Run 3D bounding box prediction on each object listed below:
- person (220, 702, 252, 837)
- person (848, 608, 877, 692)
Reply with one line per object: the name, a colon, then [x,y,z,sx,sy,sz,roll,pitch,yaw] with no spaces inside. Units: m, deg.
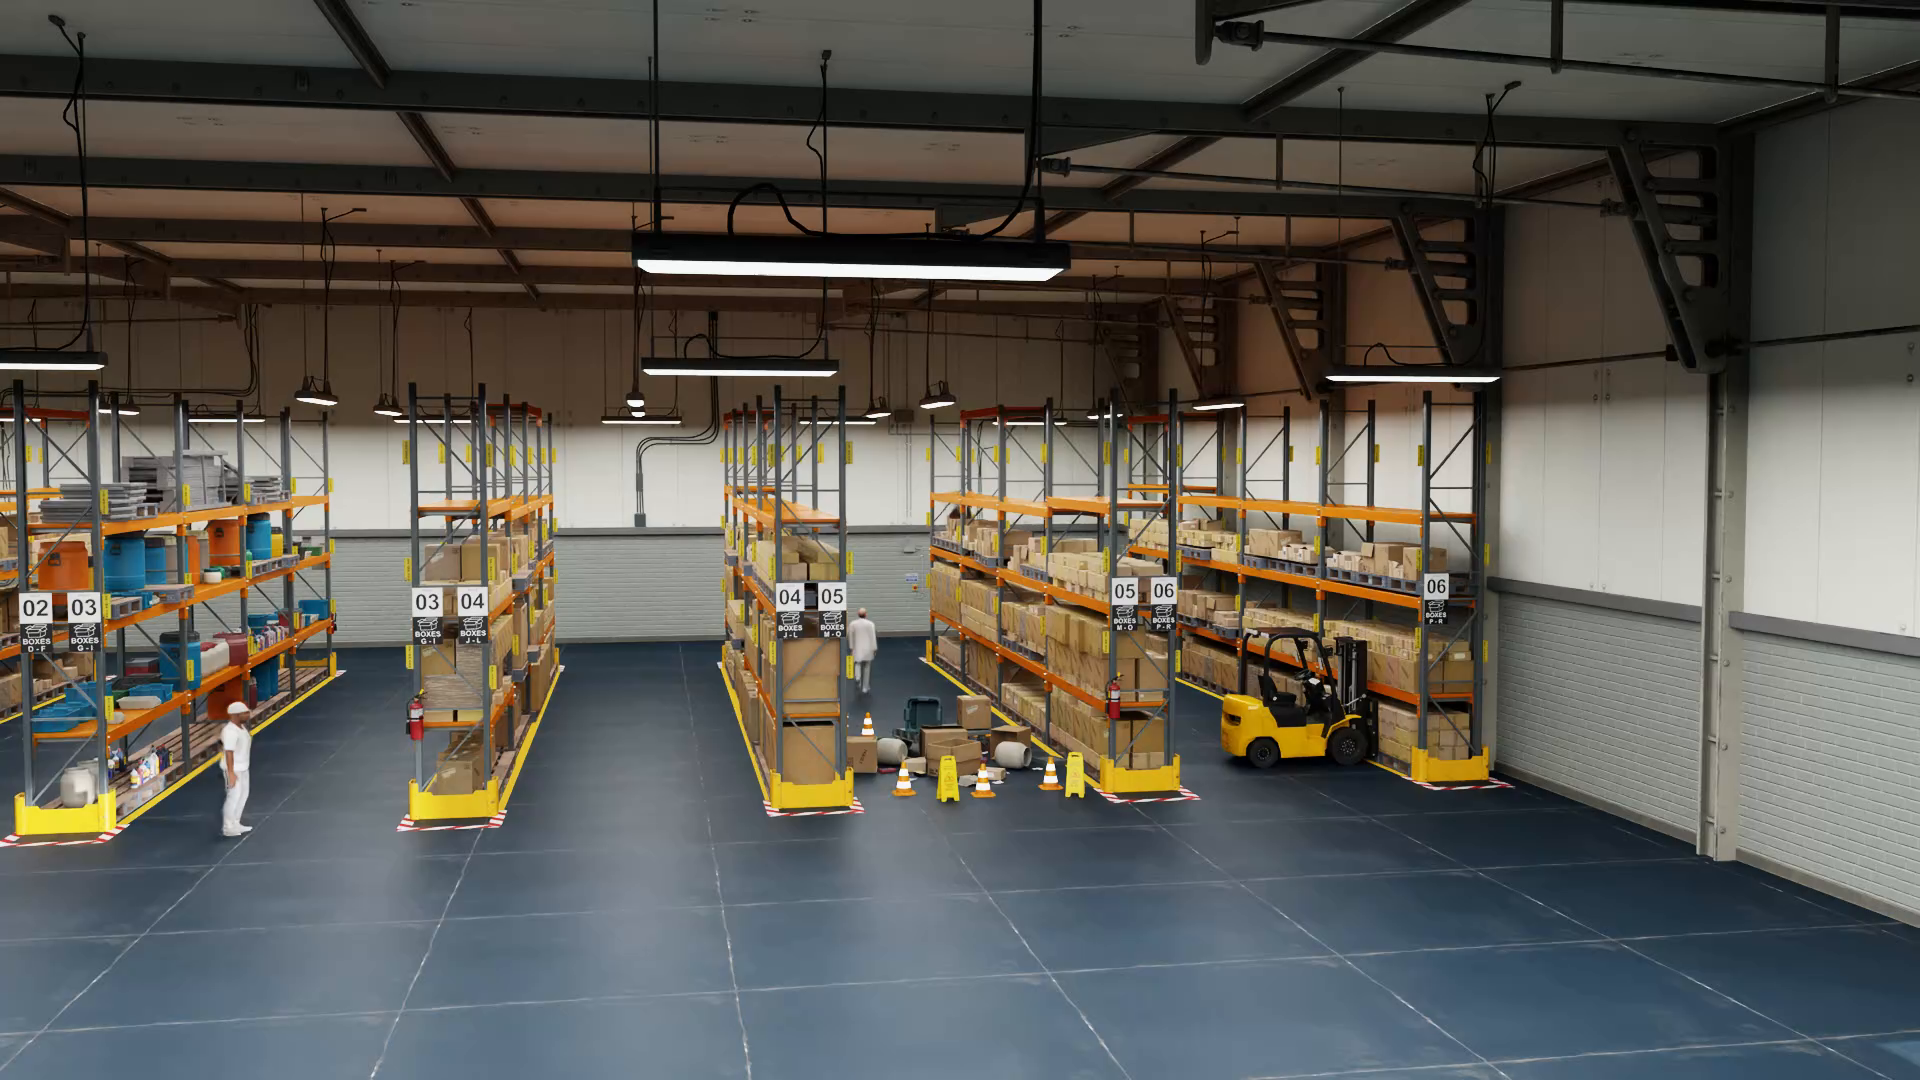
person: [-9.536,3.012,21.903,0.403,1.761,0.700,0,3,-4]
person: [-2.056,2.317,35.104,0.614,1.766,0.568,0,3,2]
